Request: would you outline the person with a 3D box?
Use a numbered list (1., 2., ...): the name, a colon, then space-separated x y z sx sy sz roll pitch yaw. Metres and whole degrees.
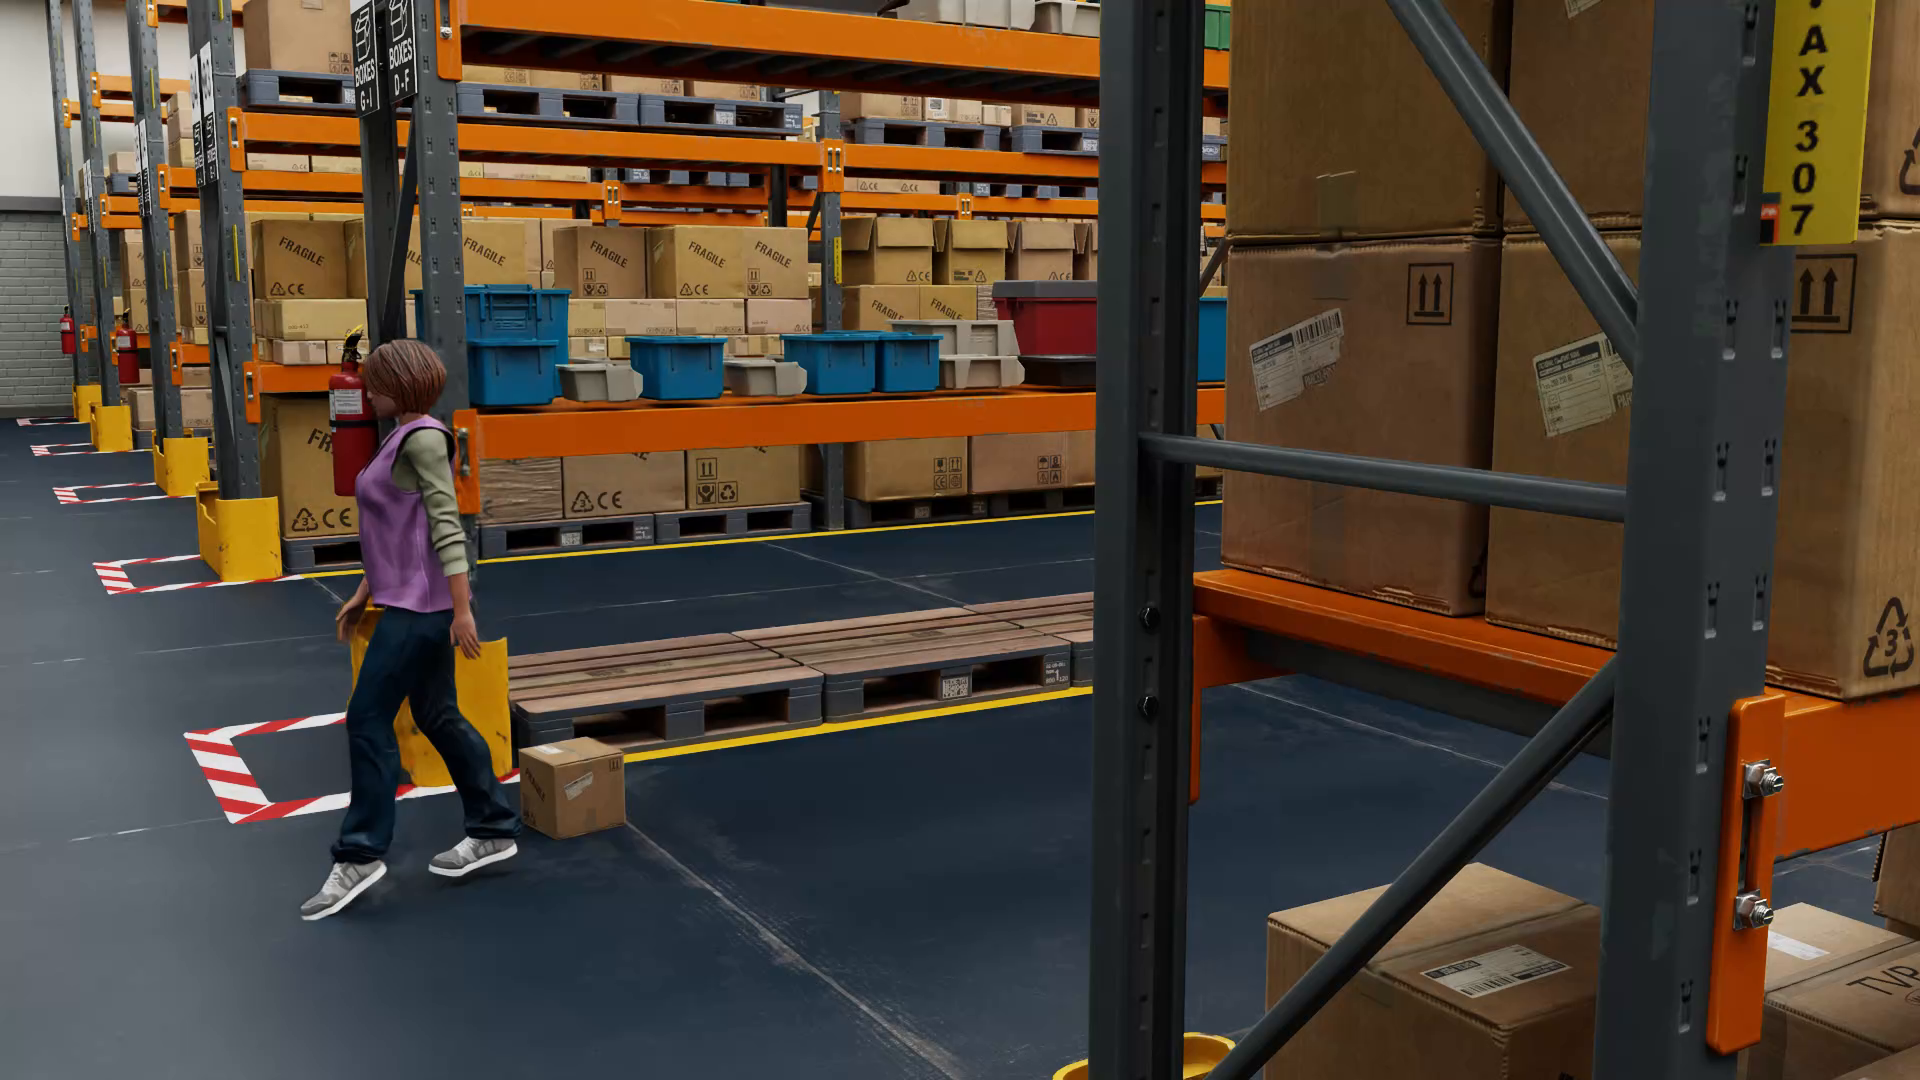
1. person: -1.623 0.231 4.832 0.633 1.615 0.486 -3 9 -21
